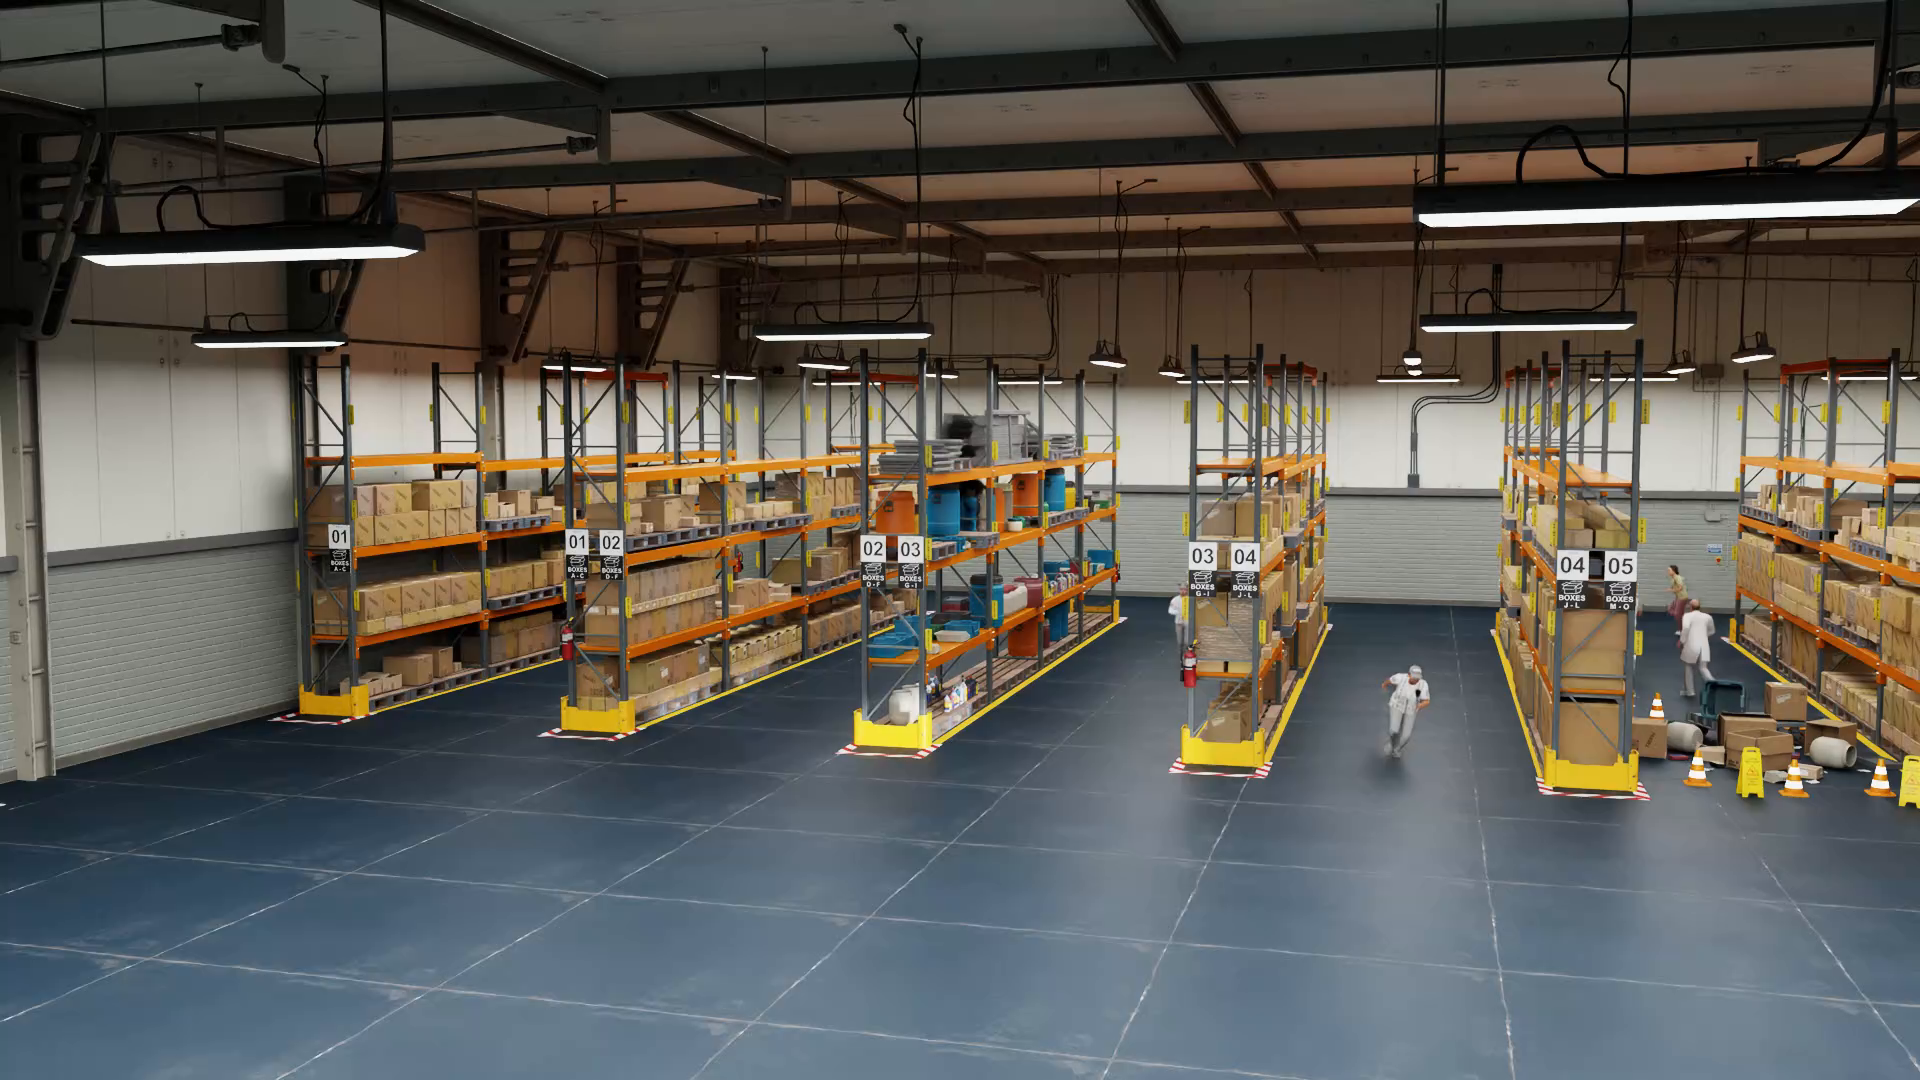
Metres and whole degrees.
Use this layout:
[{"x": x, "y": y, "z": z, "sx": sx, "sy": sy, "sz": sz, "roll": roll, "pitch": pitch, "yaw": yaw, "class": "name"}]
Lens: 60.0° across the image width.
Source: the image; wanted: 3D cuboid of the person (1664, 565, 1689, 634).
[{"x": 16.443, "y": 1.368, "z": 38.041, "sx": 0.672, "sy": 1.597, "sz": 0.580, "roll": 1, "pitch": 4, "yaw": 9, "class": "person"}]

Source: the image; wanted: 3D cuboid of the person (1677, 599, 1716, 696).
[{"x": 13.038, "y": 1.934, "z": 29.308, "sx": 0.687, "sy": 1.747, "sz": 0.995, "roll": 0, "pitch": 4, "yaw": -1, "class": "person"}]

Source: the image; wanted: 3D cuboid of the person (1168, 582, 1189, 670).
[{"x": 4.427, "y": 1.694, "z": 32.872, "sx": 0.586, "sy": 1.745, "sz": 0.830, "roll": 1, "pitch": 4, "yaw": 16, "class": "person"}]

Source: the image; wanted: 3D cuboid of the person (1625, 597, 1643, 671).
[{"x": 12.944, "y": 1.705, "z": 32.379, "sx": 0.687, "sy": 1.752, "sz": 0.994, "roll": 1, "pitch": 4, "yaw": 12, "class": "person"}]

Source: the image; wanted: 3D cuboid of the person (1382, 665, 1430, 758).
[{"x": 6.454, "y": 2.482, "z": 24.021, "sx": 0.583, "sy": 1.435, "sz": 0.955, "roll": 0, "pitch": 4, "yaw": 4, "class": "person"}]
